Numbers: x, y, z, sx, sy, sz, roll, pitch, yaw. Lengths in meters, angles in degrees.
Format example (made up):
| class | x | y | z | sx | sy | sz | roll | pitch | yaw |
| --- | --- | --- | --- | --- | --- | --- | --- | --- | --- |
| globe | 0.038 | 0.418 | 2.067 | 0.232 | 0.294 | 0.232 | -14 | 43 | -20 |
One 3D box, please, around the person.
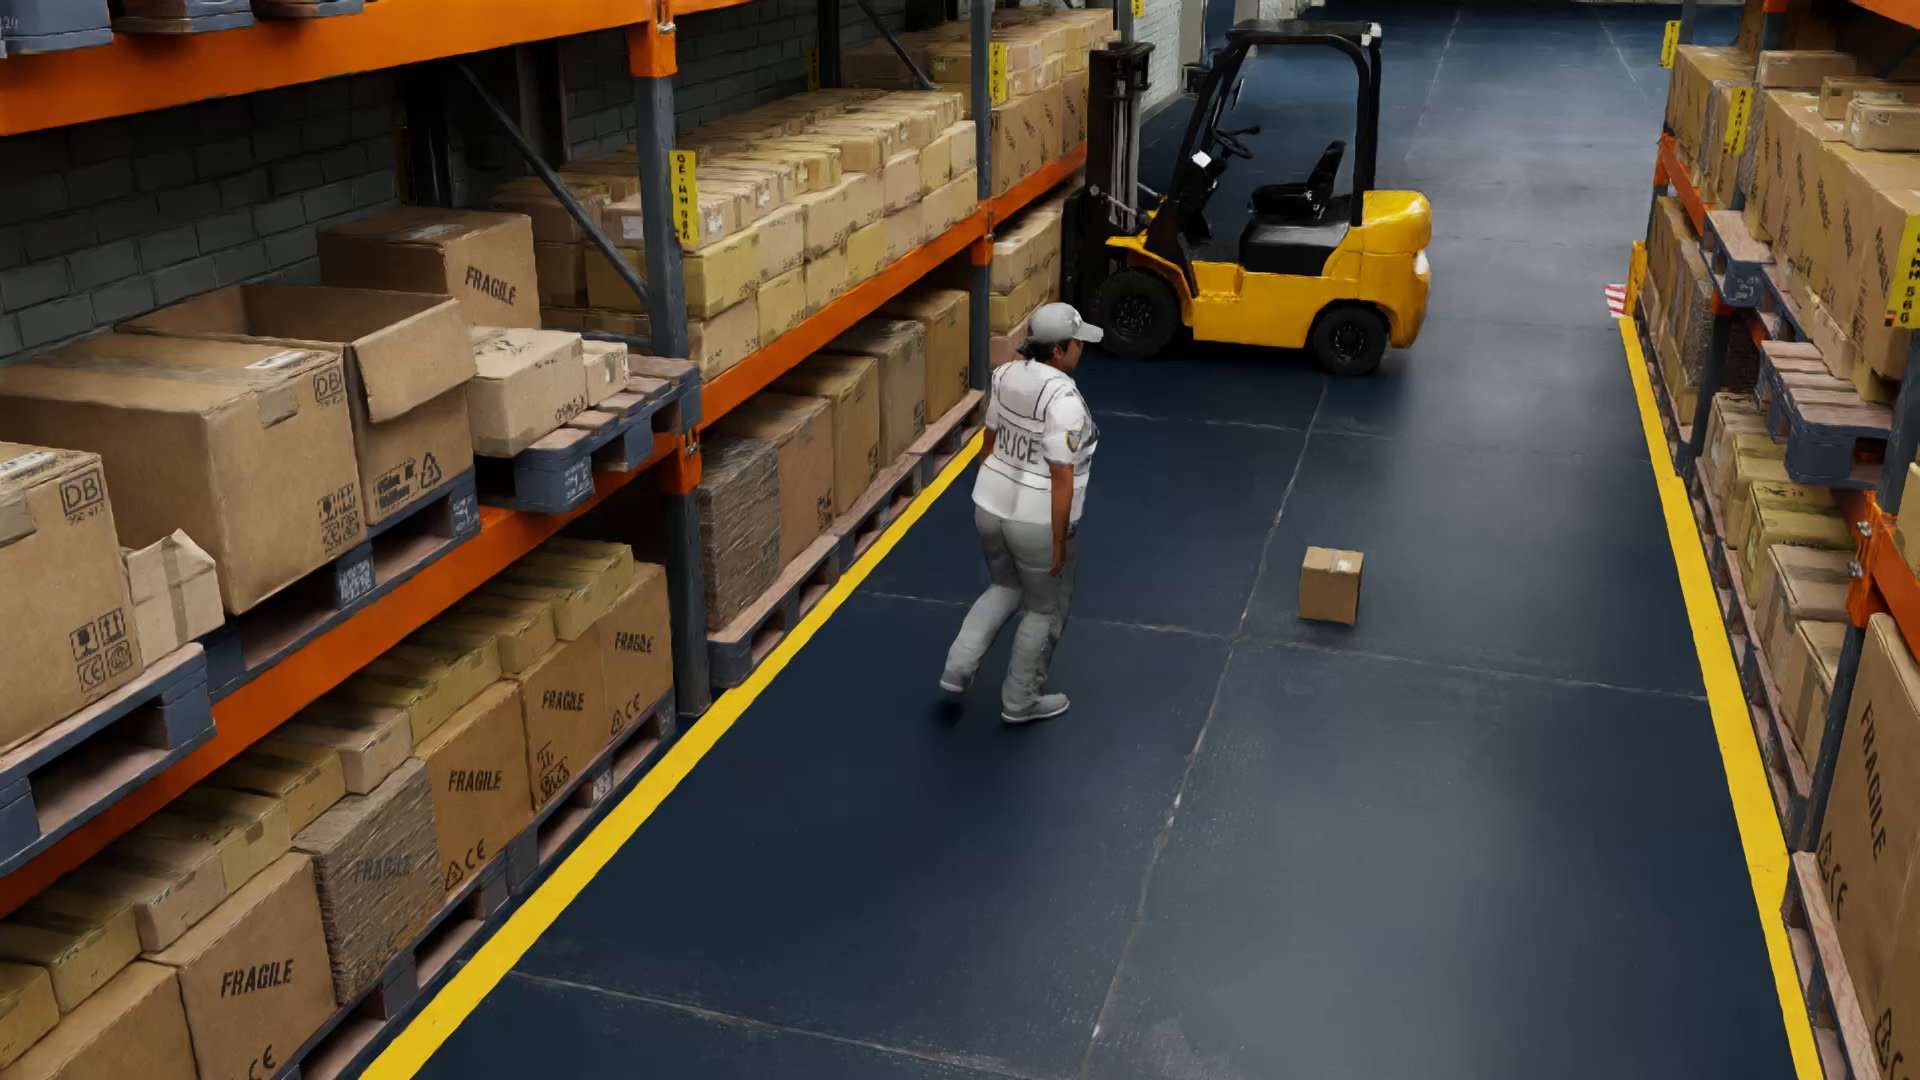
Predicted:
| class | x | y | z | sx | sy | sz | roll | pitch | yaw |
| --- | --- | --- | --- | --- | --- | --- | --- | --- | --- |
| person | 0.218 | -0.078 | 6.281 | 0.582 | 1.655 | 0.547 | -16 | 27 | -34 |
